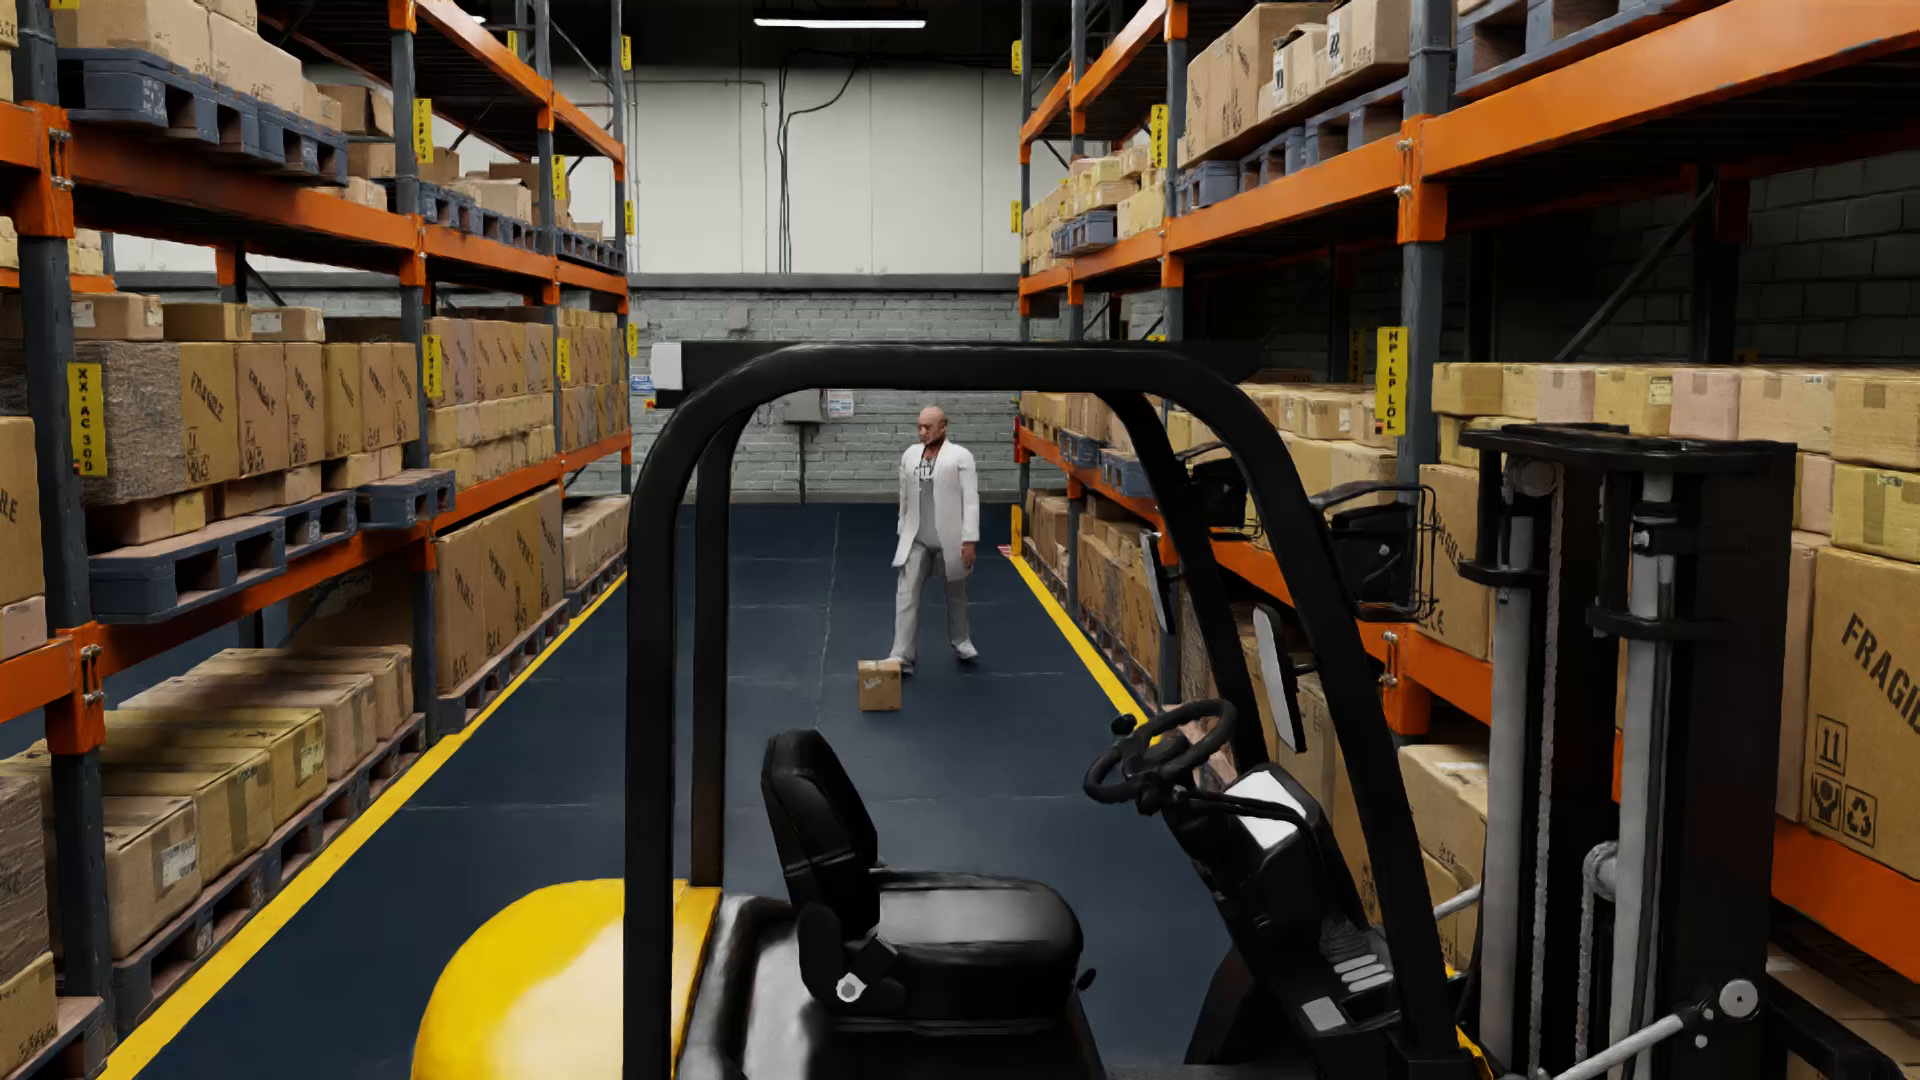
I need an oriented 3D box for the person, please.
[{"bbox_3d":[-0.165,-0.008,10.943,0.627,1.748,1.005,2,7,18],"label":"person"}]
